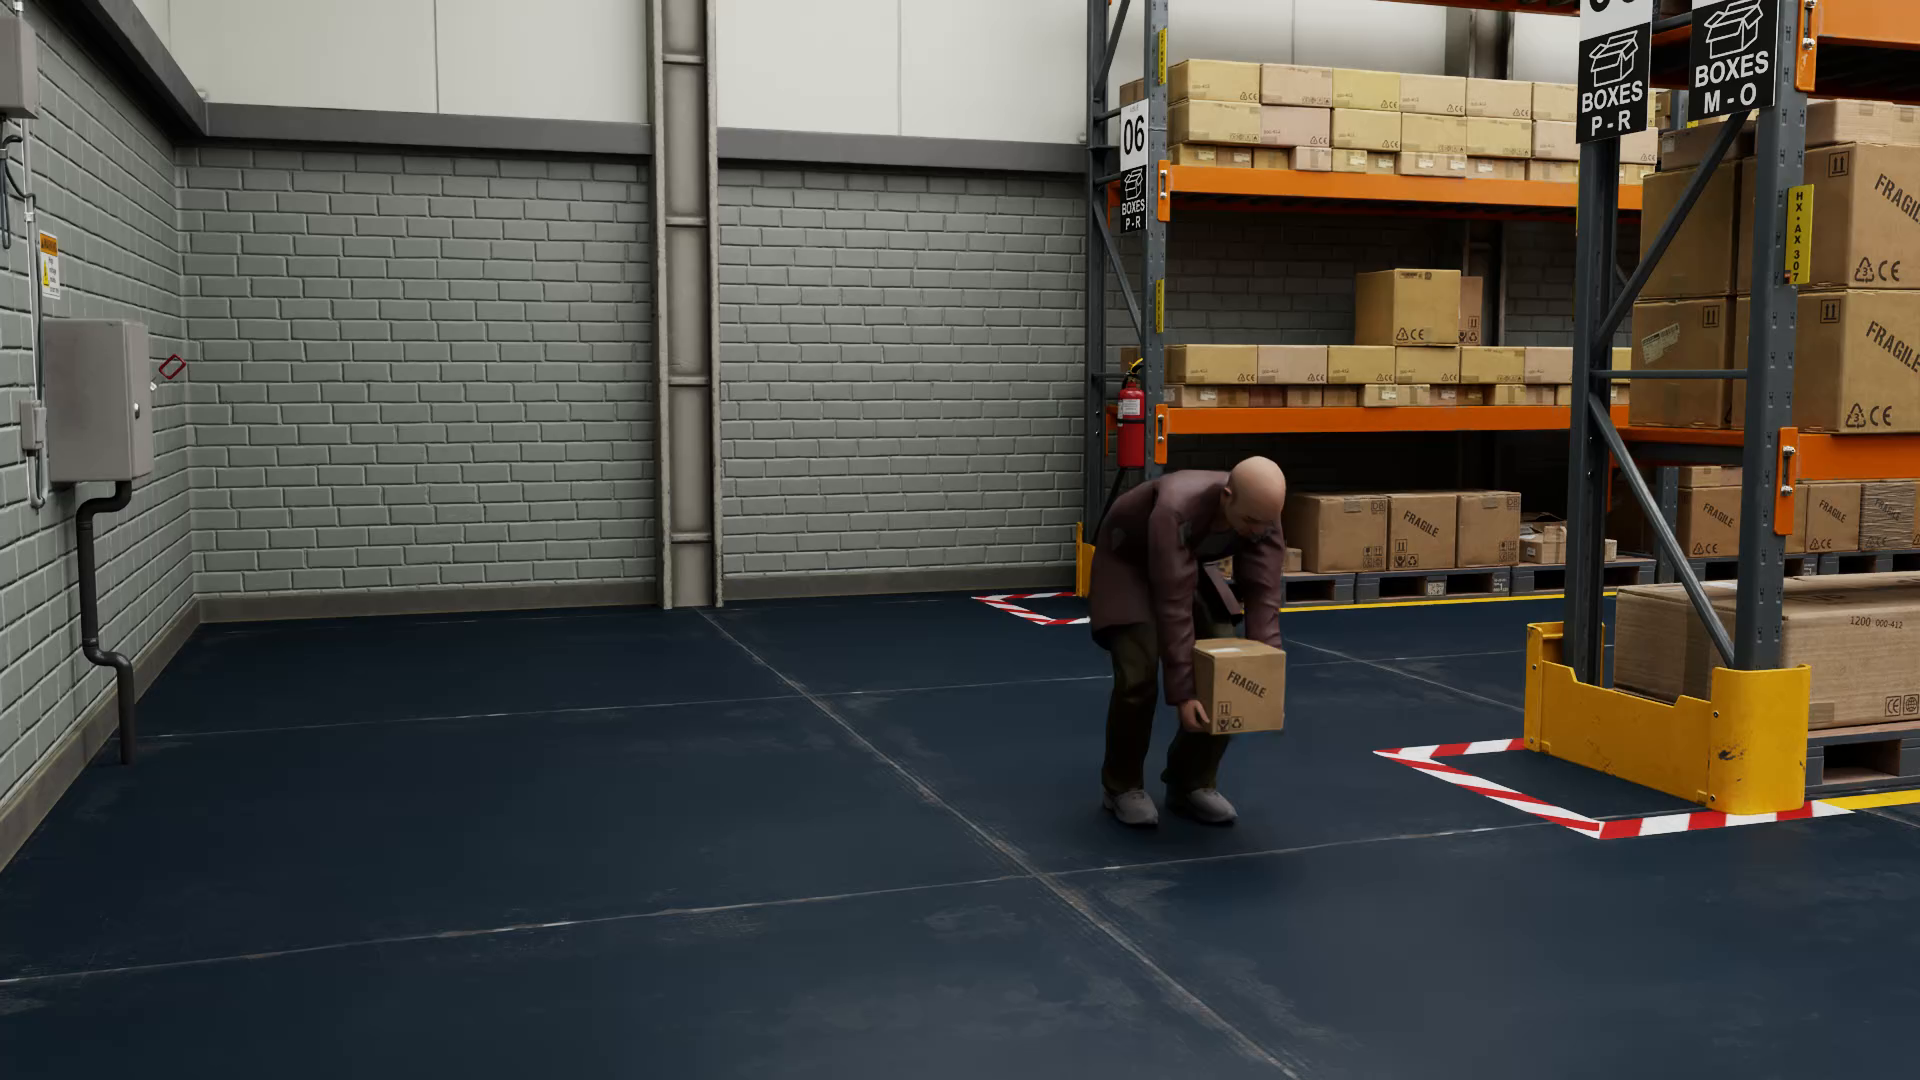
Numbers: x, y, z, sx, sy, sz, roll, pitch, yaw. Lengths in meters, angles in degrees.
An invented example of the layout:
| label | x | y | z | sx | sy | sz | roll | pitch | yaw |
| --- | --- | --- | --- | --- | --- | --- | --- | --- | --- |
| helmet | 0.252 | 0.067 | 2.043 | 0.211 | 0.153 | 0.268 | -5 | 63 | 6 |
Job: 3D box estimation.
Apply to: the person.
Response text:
| label | x | y | z | sx | sy | sz | roll | pitch | yaw |
| --- | --- | --- | --- | --- | --- | --- | --- | --- | --- |
| person | 0.767 | 0.339 | 5.500 | 0.566 | 1.252 | 0.916 | -2 | 6 | -21 |
